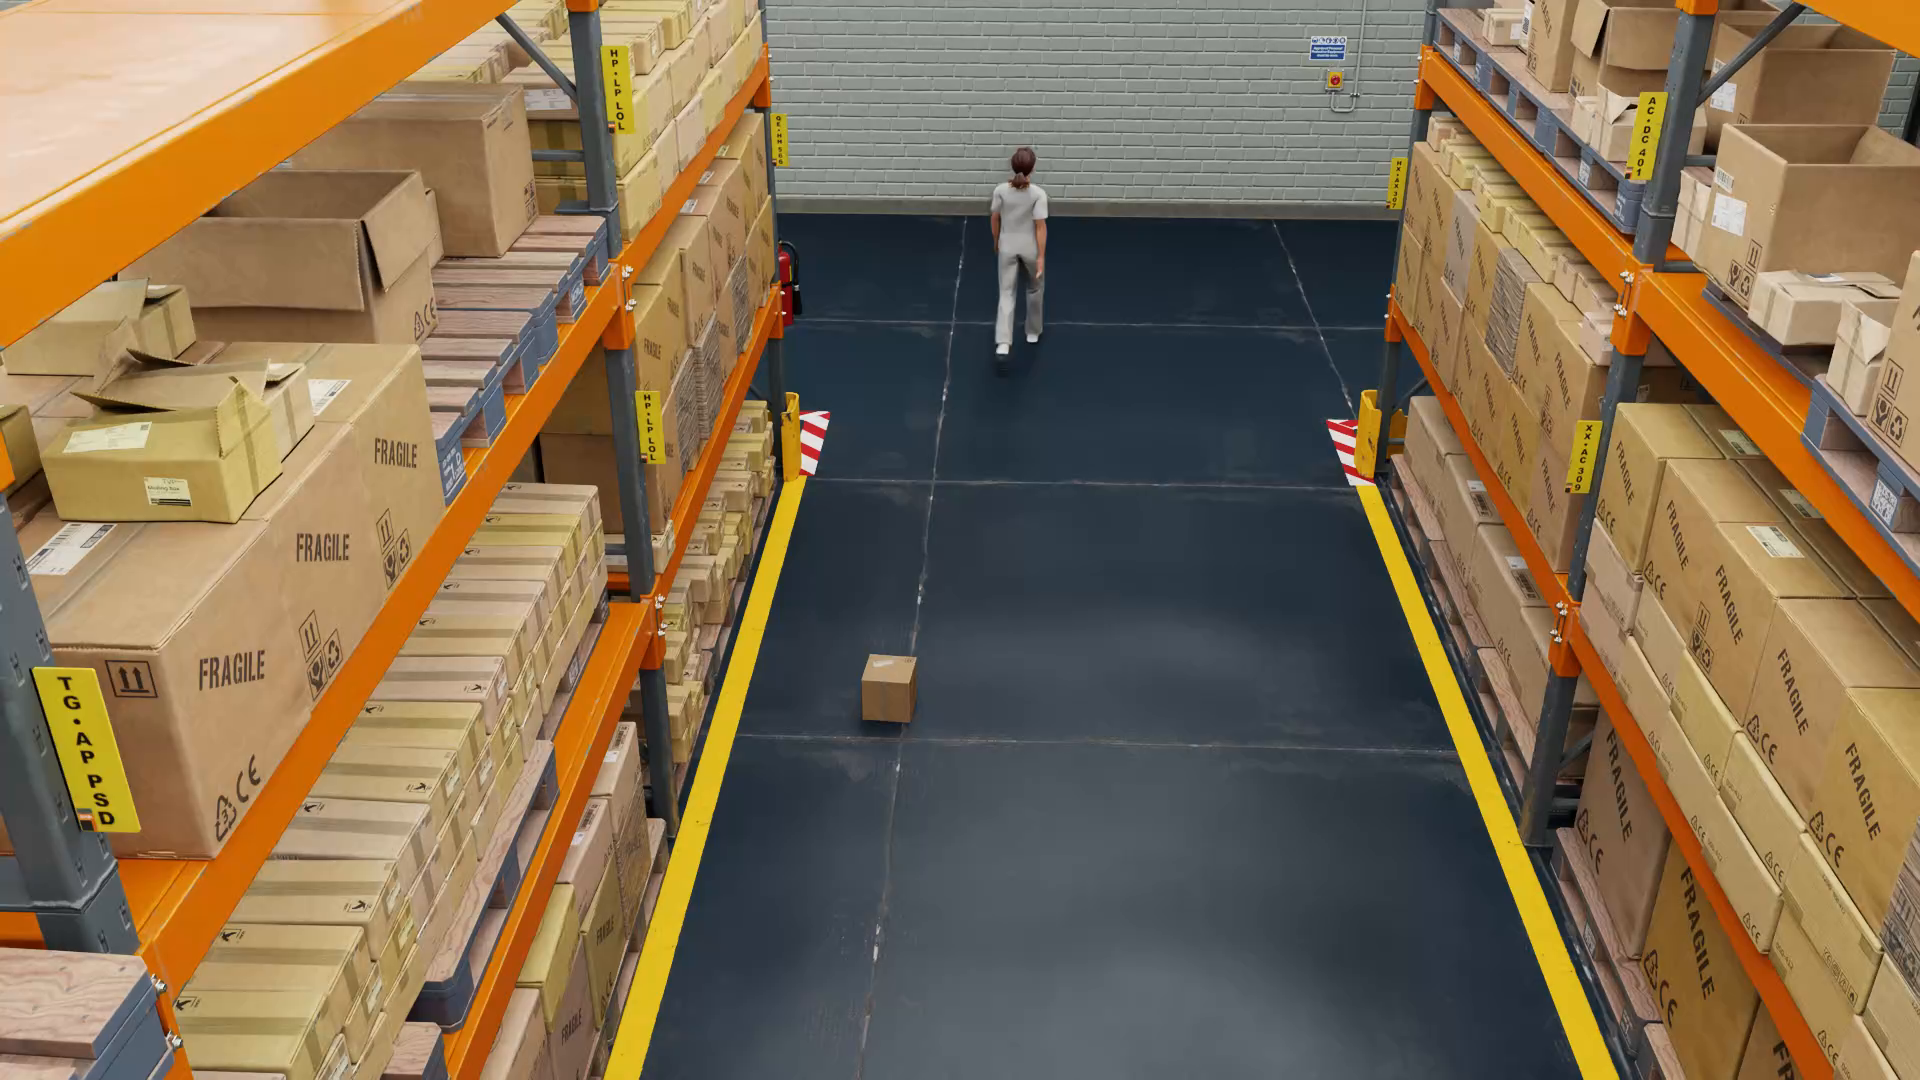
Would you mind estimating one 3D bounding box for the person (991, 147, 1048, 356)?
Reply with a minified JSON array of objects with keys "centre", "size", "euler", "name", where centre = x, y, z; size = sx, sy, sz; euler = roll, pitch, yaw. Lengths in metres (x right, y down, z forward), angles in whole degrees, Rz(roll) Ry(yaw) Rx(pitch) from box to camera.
[{"centre":[0.456,-2.213,12.788],"size":[0.456,1.609,0.969],"euler":[5,29,10],"name":"person"}]
